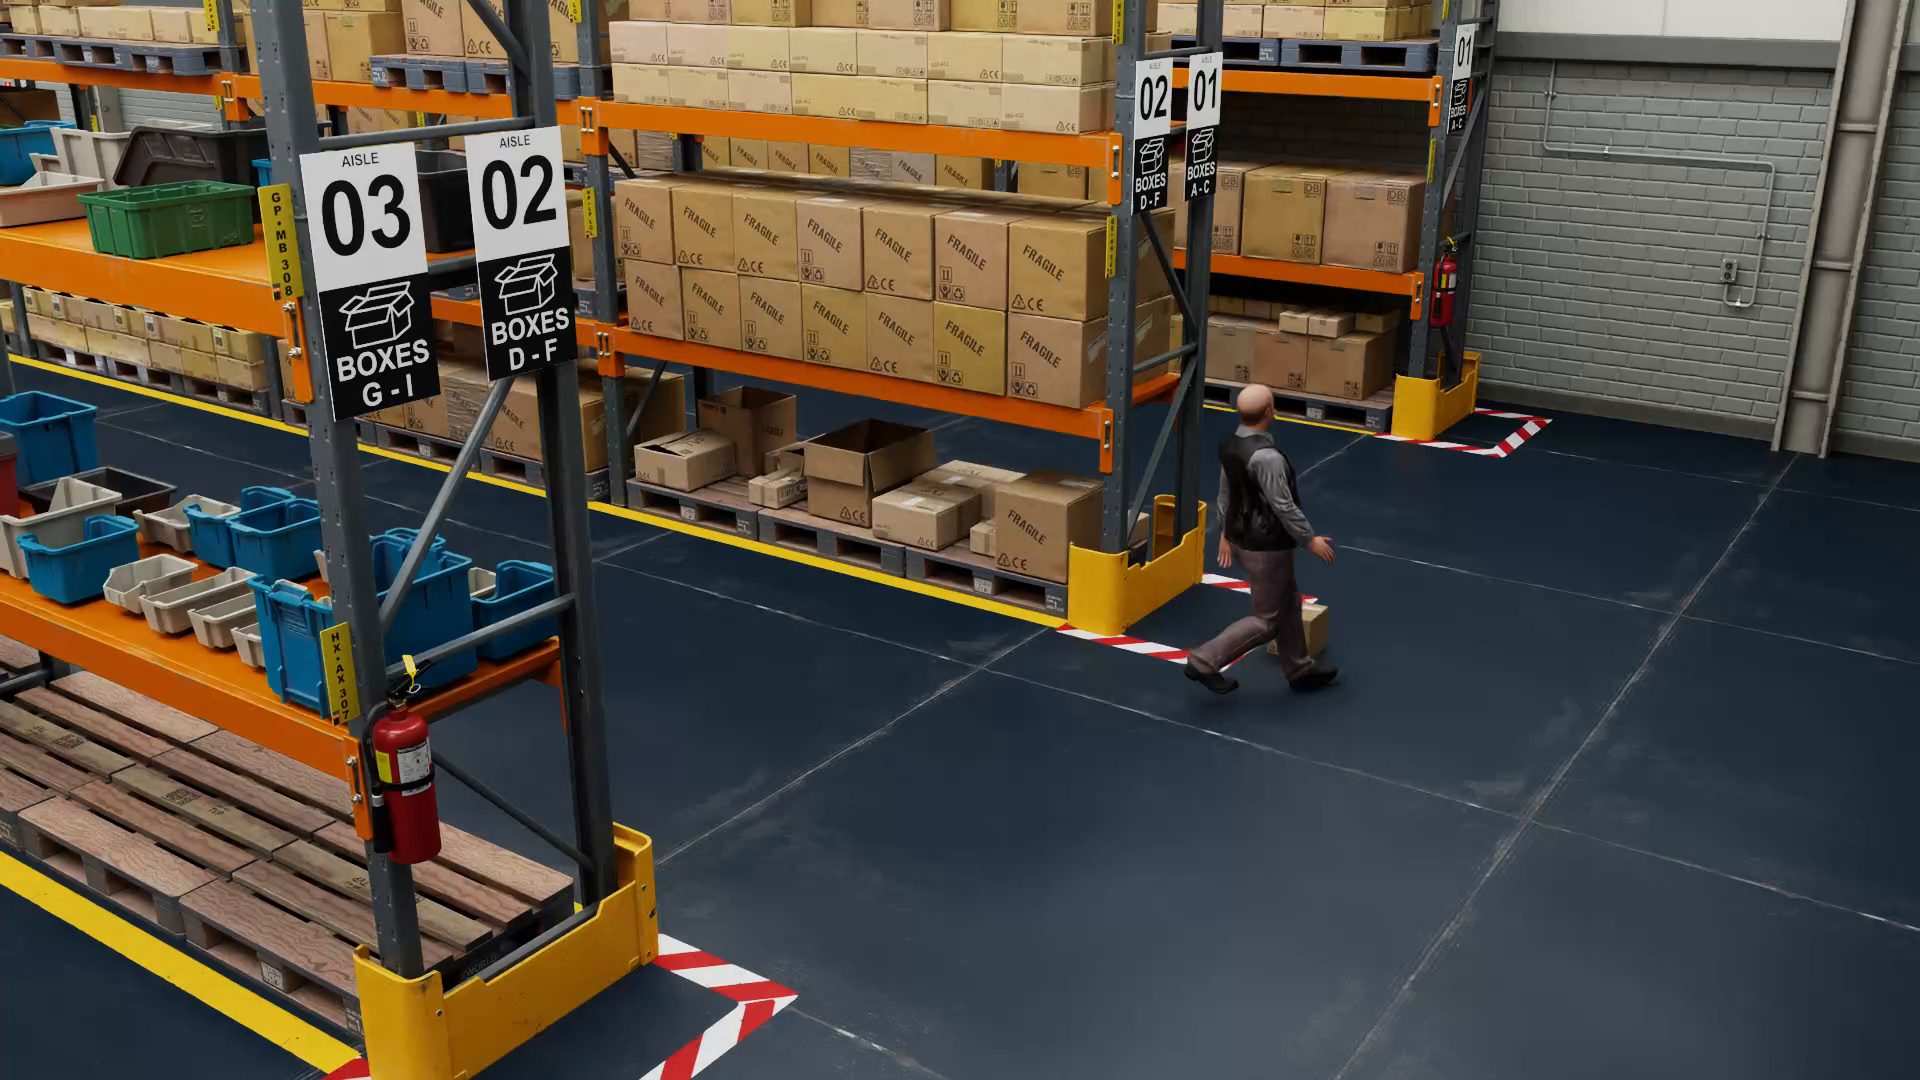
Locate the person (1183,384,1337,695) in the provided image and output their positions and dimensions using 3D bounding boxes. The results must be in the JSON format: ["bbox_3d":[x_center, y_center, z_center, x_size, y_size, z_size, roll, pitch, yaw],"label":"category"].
[{"bbox_3d":[1.607,0.020,8.593,0.922,1.679,0.593,-5,20,-14],"label":"person"}]
